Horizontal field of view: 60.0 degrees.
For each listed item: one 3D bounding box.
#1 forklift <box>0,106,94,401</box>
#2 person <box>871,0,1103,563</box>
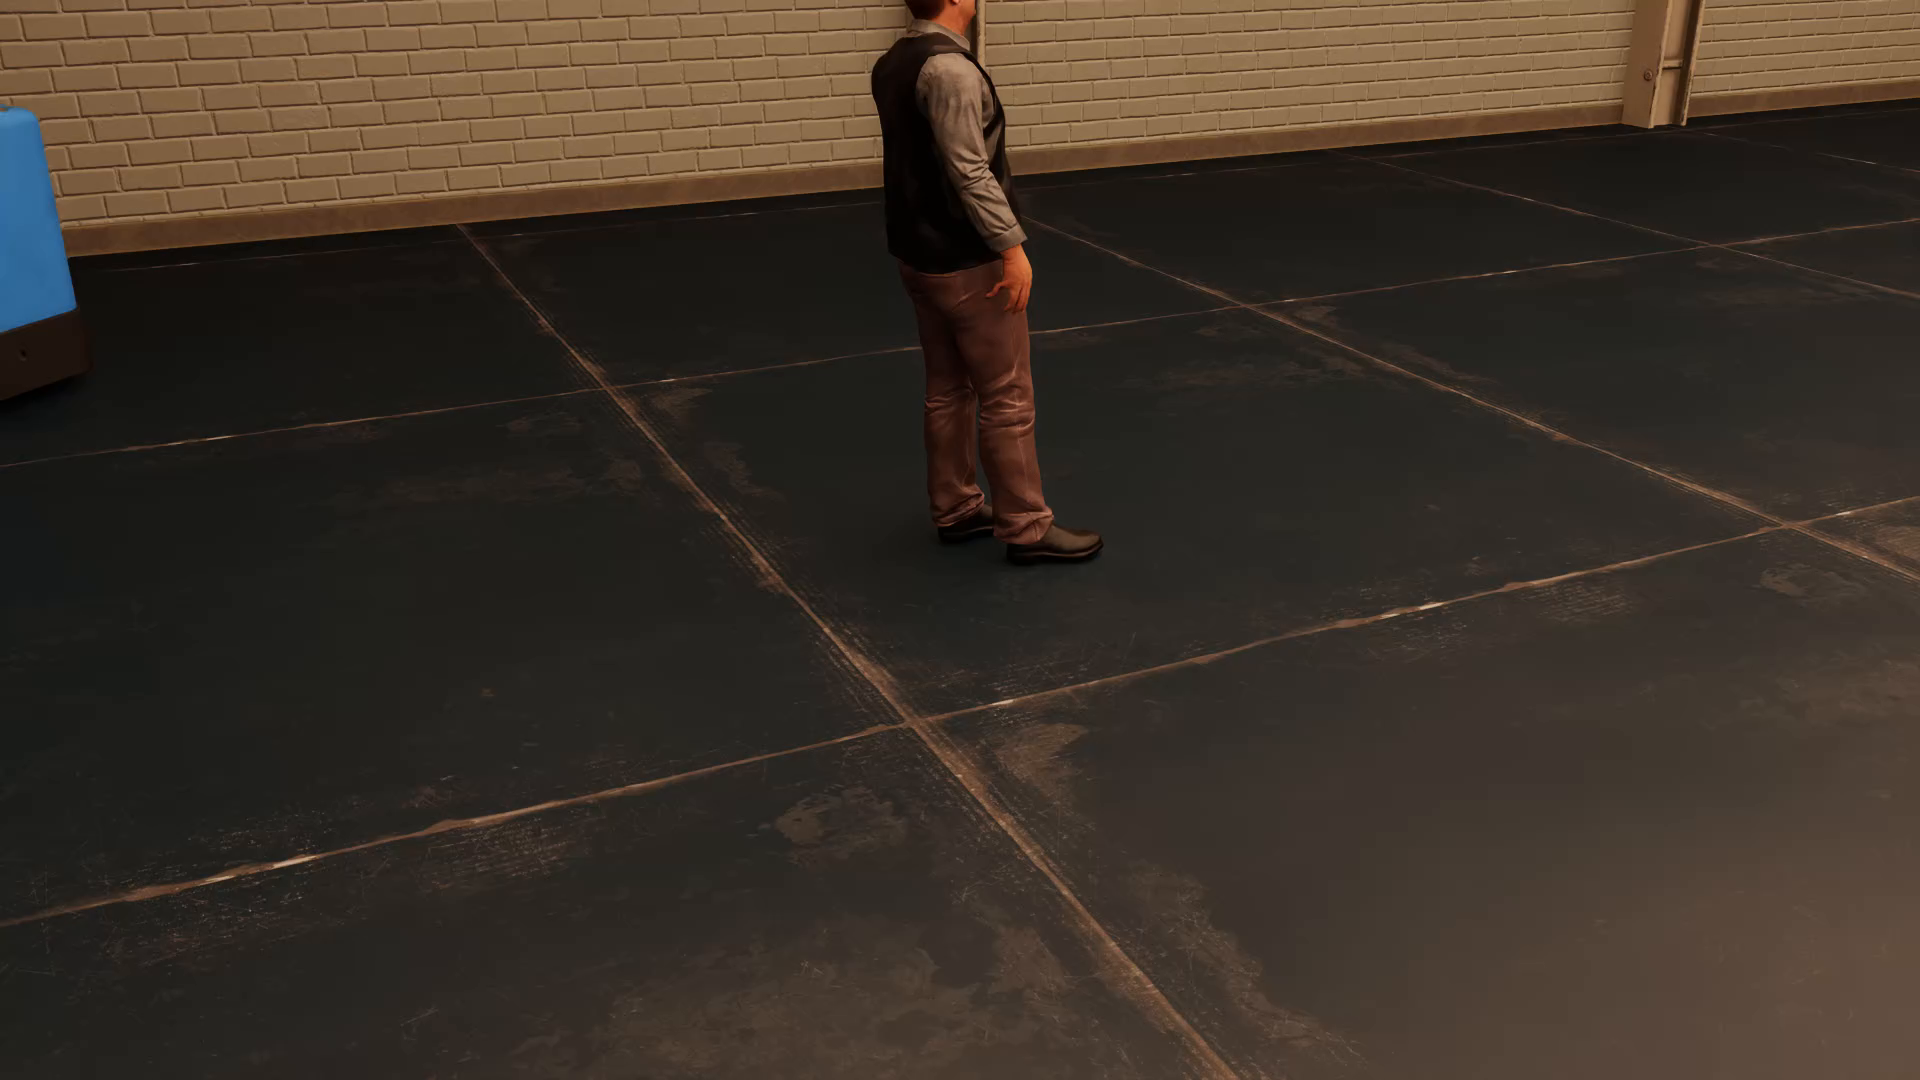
[{"bbox_3d":[-4.989,-1.980,6.052,3.031,2.935,1.130,7,24,17],"label":"forklift"},{"bbox_3d":[0.067,-0.811,4.795,0.551,1.722,0.633,-10,25,-23],"label":"person"}]
